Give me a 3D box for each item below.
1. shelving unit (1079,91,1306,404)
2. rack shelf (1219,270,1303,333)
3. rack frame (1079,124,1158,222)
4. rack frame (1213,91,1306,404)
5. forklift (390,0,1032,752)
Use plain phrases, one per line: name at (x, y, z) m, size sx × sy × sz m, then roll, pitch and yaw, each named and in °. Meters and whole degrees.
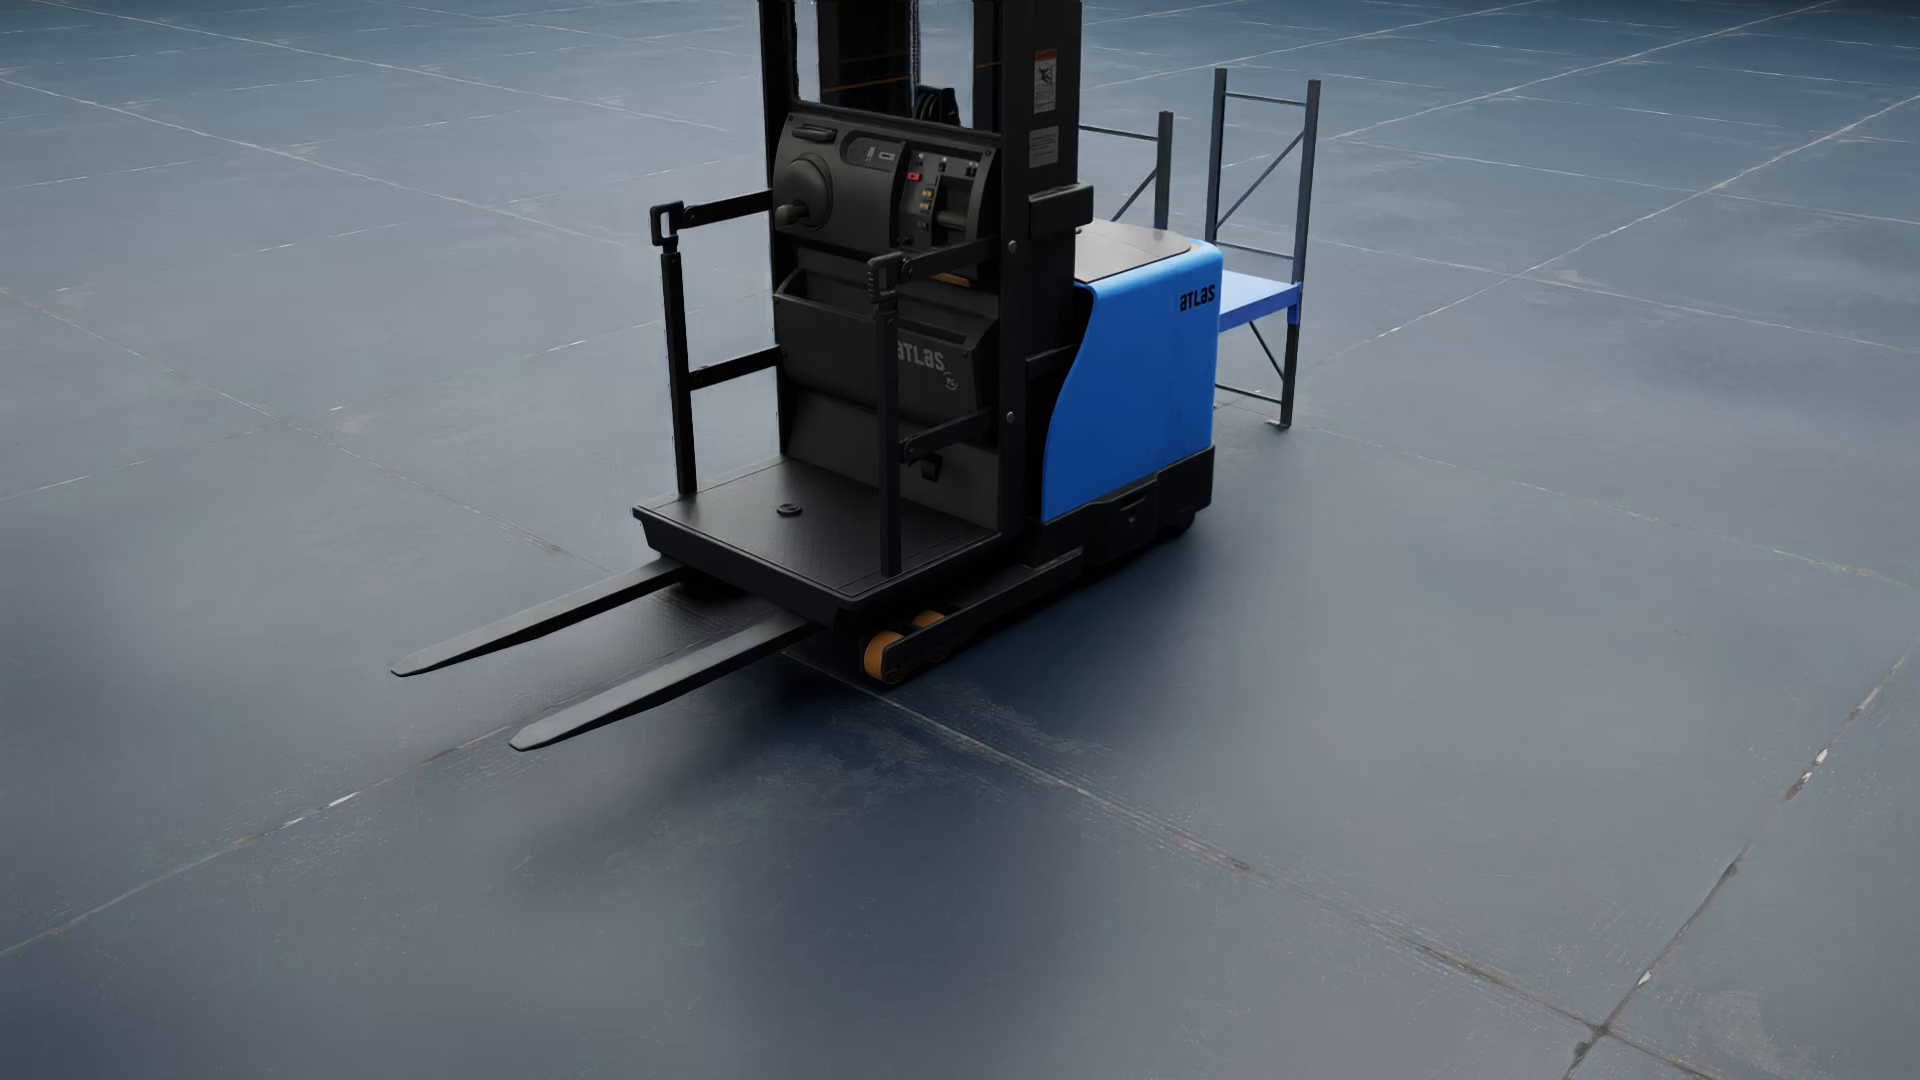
shelving unit at (0.931, -1.099, 6.869) m, size 0.538 × 1.308 × 1.030 m, roll 21°, pitch 31°, yaw 38°
rack shelf at (0.931, -0.935, 6.942) m, size 0.538 × 0.185 × 1.000 m, roll 21°, pitch 31°, yaw 38°
rack frame at (0.586, -0.947, 6.528) m, size 0.475 × 1.308 × 0.013 m, roll 21°, pitch 31°, yaw 38°
rack frame at (1.274, -1.253, 7.211) m, size 0.475 × 1.308 × 0.013 m, roll 21°, pitch 31°, yaw 38°
forklift at (-0.401, -1.120, 5.165) m, size 1.121 × 2.935 × 3.031 m, roll 21°, pitch 31°, yaw 38°
